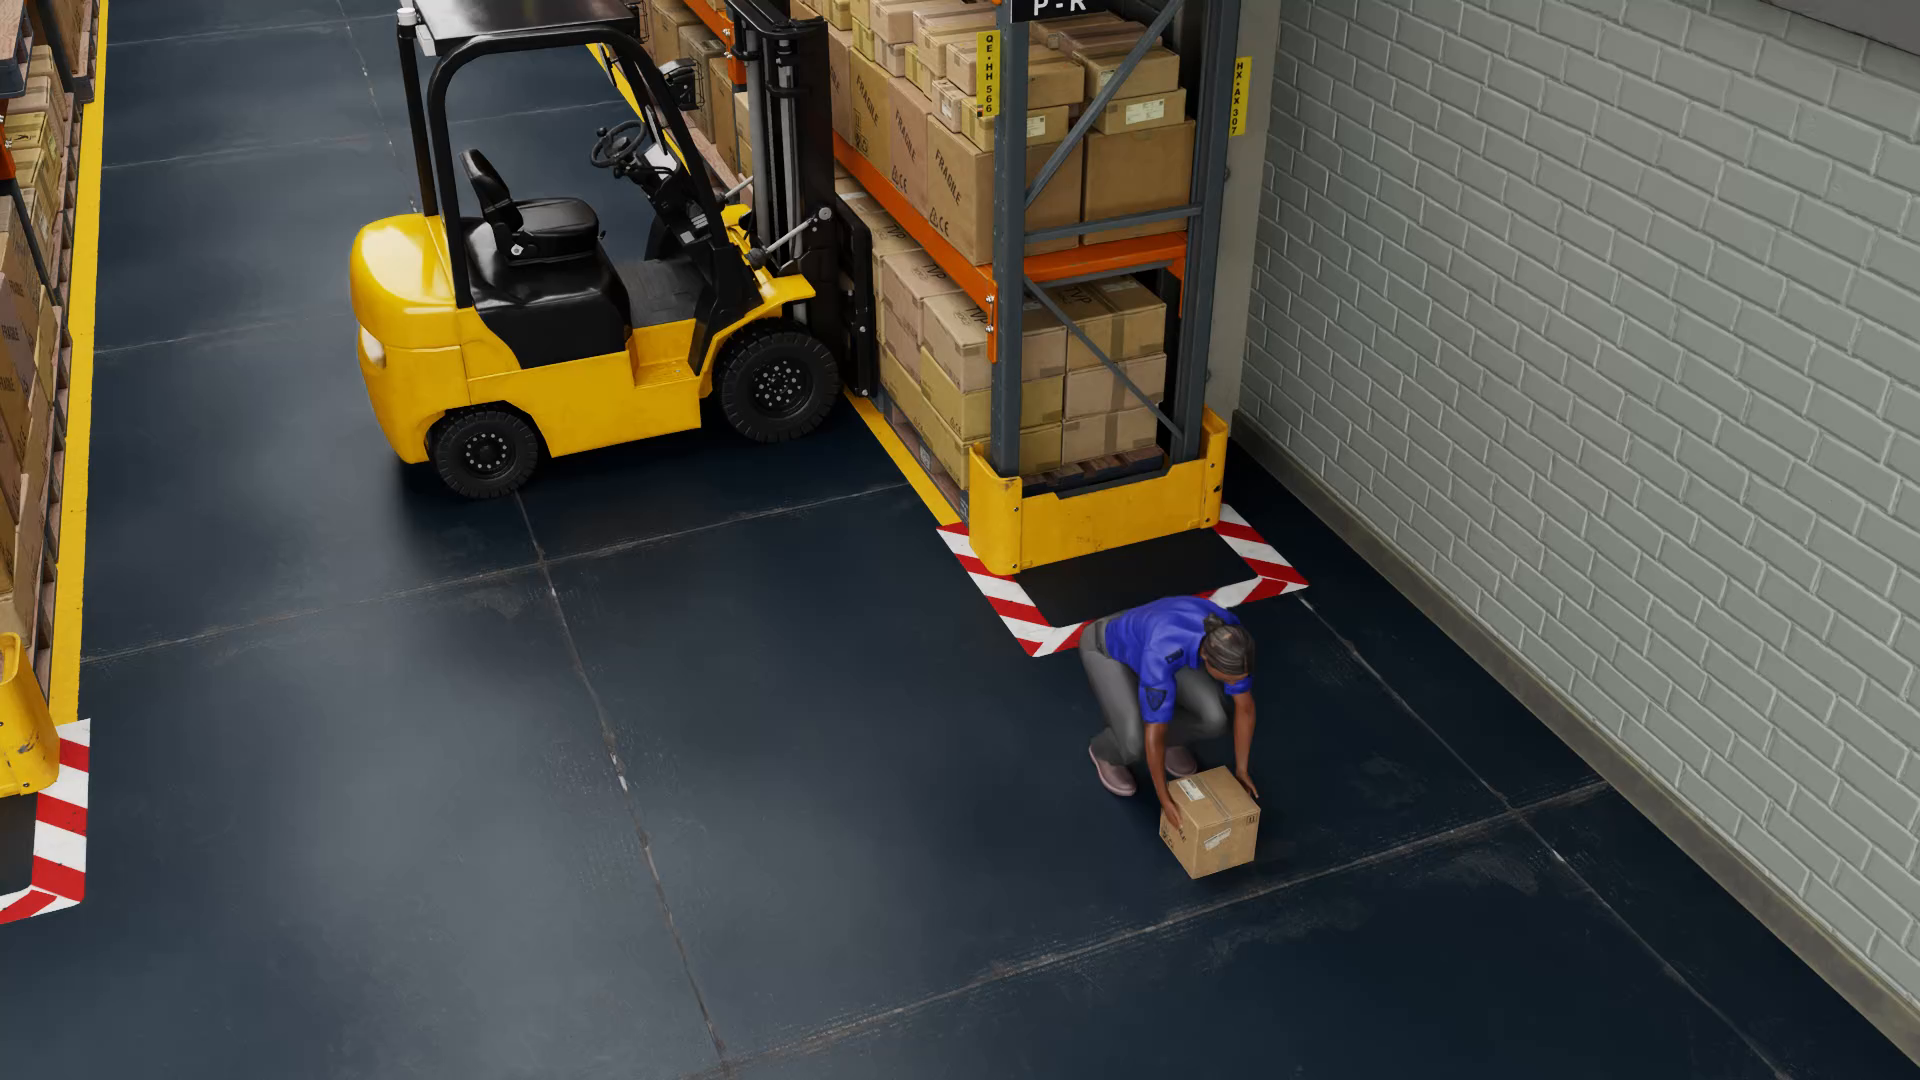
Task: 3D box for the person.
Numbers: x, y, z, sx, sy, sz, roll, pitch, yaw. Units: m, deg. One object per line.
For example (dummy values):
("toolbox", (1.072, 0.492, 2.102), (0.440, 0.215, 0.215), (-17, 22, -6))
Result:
("person", (0.758, 0.540, 6.015), (0.483, 0.911, 0.807), (-13, 36, -19))
